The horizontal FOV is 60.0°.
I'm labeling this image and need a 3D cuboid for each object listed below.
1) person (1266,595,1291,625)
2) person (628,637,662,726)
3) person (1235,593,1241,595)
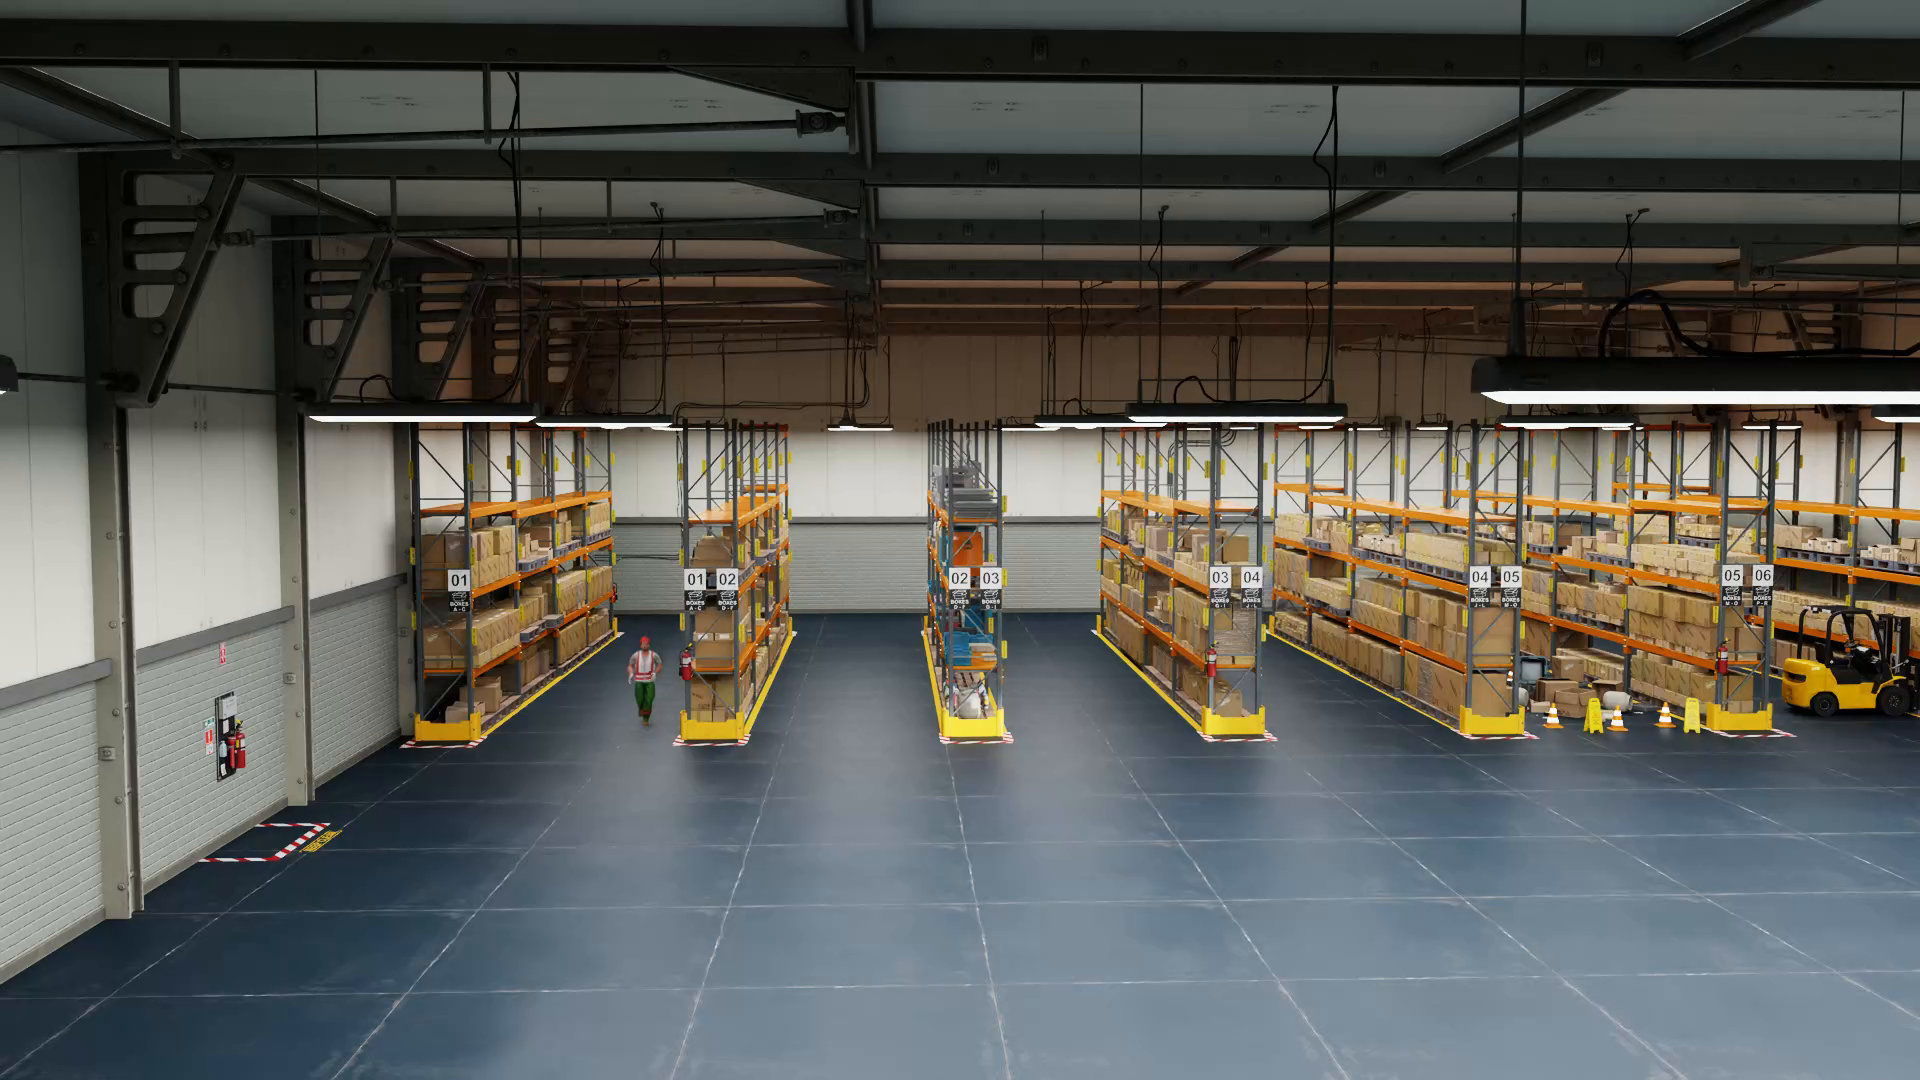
[{"bbox_3d":[9.441,1.690,49.130,0.936,1.715,0.695,2,4,31],"label":"person"},{"bbox_3d":[-6.165,2.770,32.584,0.658,1.738,0.601,-1,4,-10],"label":"person"},{"bbox_3d":[7.764,1.868,47.758,0.642,1.627,0.598,3,5,36],"label":"person"}]
